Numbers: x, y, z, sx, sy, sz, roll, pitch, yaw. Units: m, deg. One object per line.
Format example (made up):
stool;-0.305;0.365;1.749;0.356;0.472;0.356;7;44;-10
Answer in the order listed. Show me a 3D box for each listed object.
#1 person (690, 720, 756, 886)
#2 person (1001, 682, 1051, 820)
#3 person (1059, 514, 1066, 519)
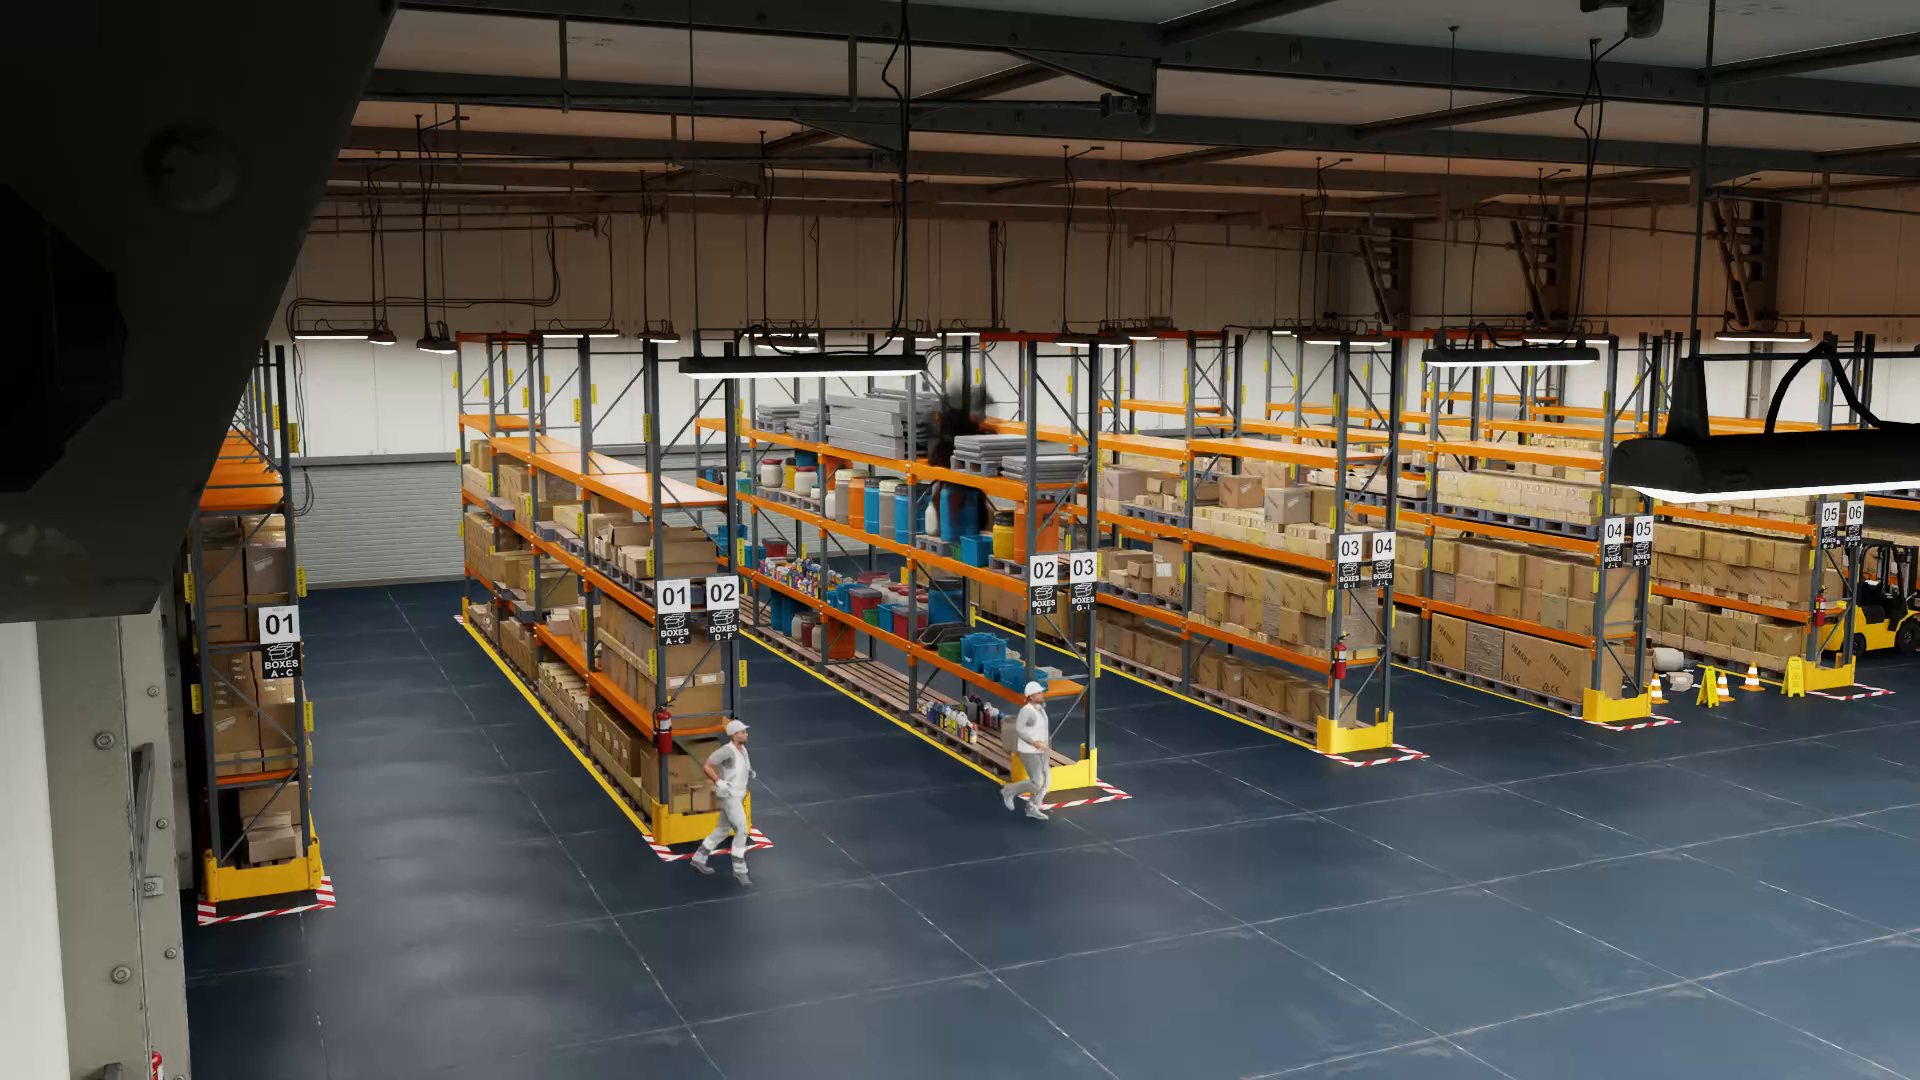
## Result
person;-2.642;2.946;18.840;0.787;1.830;0.696;1;8;10
person;0.884;2.653;21.094;0.622;1.736;0.681;4;9;25
person;2.343;0.187;39.562;0.601;1.633;0.928;-1;8;-4
